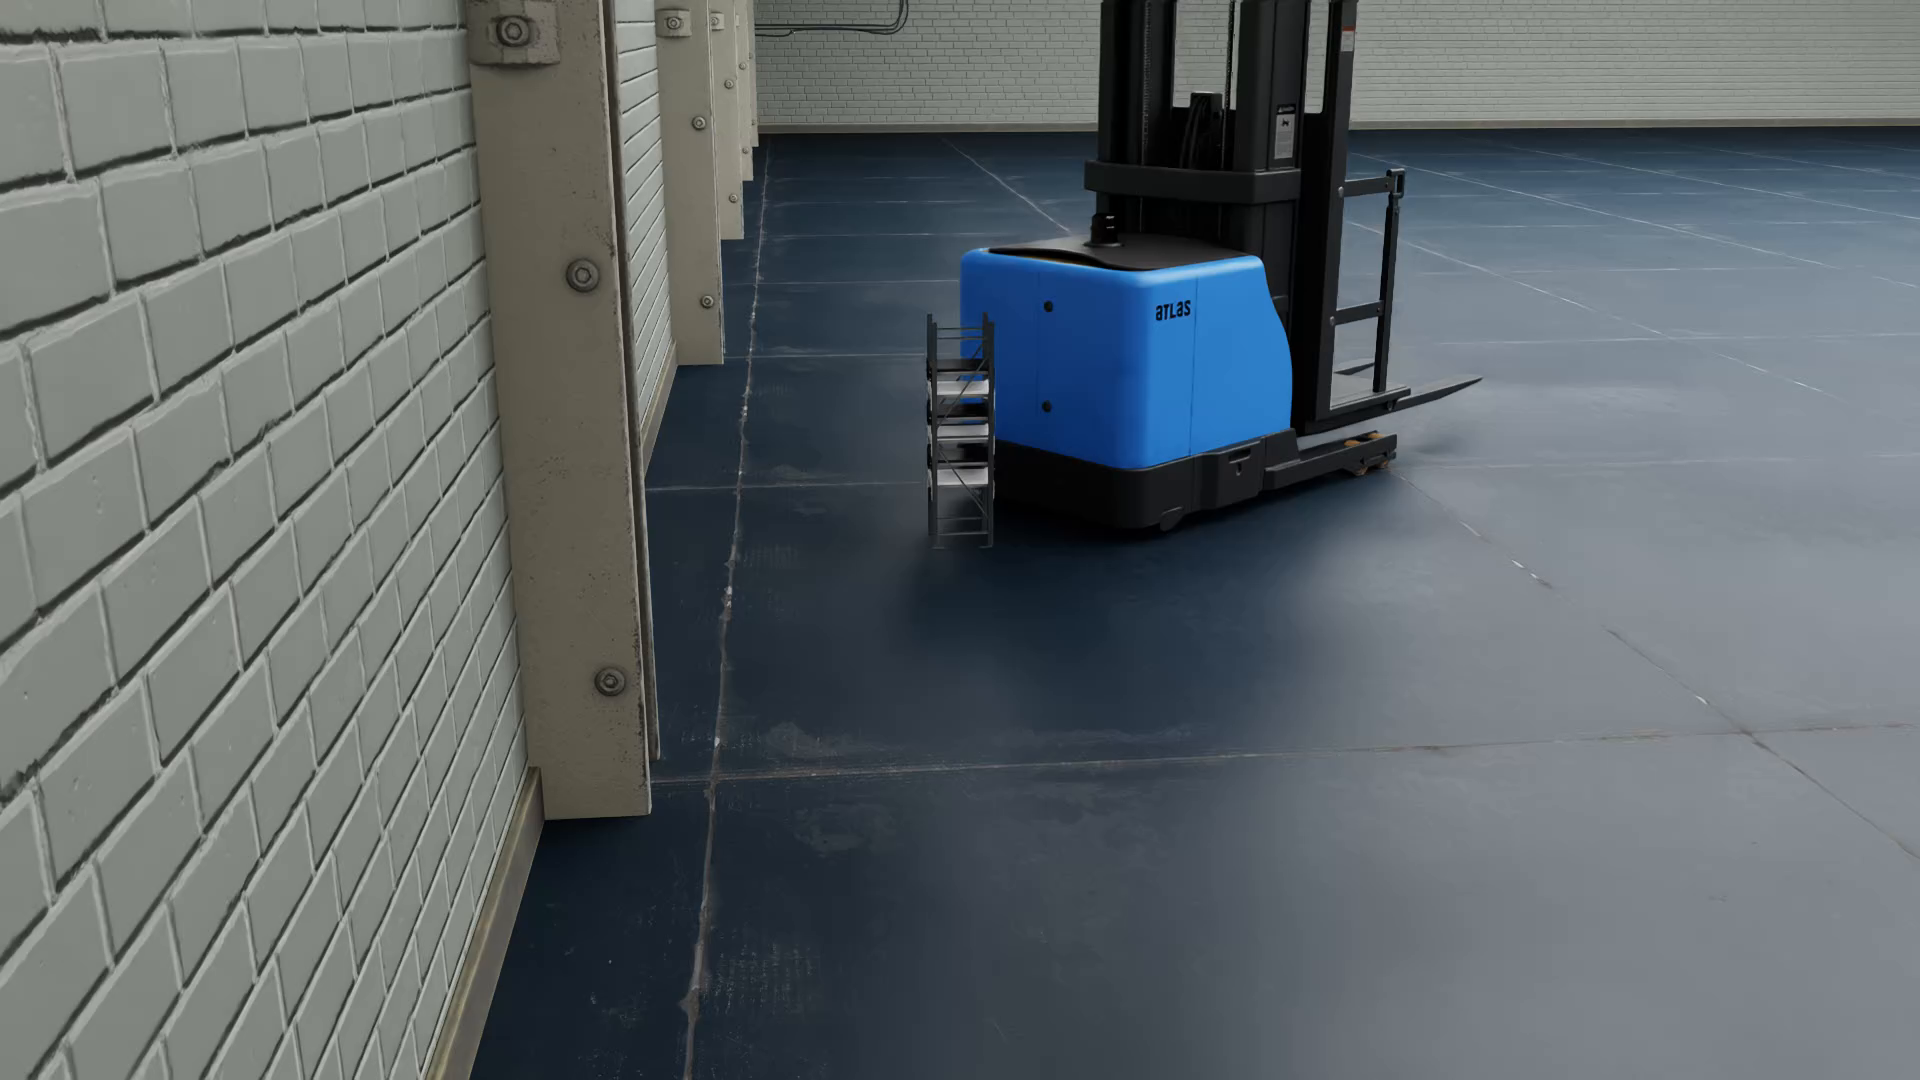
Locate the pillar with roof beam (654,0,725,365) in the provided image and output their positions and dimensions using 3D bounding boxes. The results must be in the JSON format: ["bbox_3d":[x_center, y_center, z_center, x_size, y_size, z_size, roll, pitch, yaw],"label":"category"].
[{"bbox_3d":[2.673,-5.546,9.318,9.100,9.000,0.400,-2,18,-6],"label":"pillar with roof beam"}]

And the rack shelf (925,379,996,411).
[{"bbox_3d":[0.001,-0.567,6.491,0.258,0.077,0.200,-2,18,-6],"label":"rack shelf"}]

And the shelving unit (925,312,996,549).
[{"bbox_3d":[0.001,-0.427,6.535,0.258,0.900,0.210,-2,18,-6],"label":"shelving unit"}]

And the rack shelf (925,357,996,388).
[{"bbox_3d":[0.001,-0.653,6.464,0.258,0.077,0.200,-2,18,-6],"label":"rack shelf"}]

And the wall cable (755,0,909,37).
[{"bbox_3d":[-2.454,-10.213,29.367,3.097,2.526,0.112,-2,18,-6],"label":"wall cable"}]

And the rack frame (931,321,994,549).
[{"bbox_3d":[0.011,-0.397,6.438,0.240,0.900,0.006,-2,18,-6],"label":"rack frame"}]

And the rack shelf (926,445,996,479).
[{"bbox_3d":[0.001,-0.309,6.572,0.258,0.077,0.200,-2,18,-6],"label":"rack shelf"}]

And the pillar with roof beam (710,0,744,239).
[{"bbox_3d":[2.054,-7.333,15.012,9.100,9.000,0.400,-2,18,-6],"label":"pillar with roof beam"}]

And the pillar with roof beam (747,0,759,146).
[{"bbox_3d":[0.817,-10.908,26.400,9.100,9.000,0.400,-2,18,-6],"label":"pillar with roof beam"}]

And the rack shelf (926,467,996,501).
[{"bbox_3d":[0.001,-0.223,6.598,0.258,0.077,0.200,-2,18,-6],"label":"rack shelf"}]

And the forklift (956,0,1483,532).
[{"bbox_3d":[1.393,-1.788,7.478,3.031,2.935,1.130,-16,24,-42],"label":"forklift"}]

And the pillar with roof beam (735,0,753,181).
[{"bbox_3d":[1.436,-9.121,20.706,9.100,9.000,0.400,-2,18,-6],"label":"pillar with roof beam"}]

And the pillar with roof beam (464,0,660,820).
[{"bbox_3d":[3.292,-3.758,3.624,9.100,9.000,0.400,-2,18,-6],"label":"pillar with roof beam"}]

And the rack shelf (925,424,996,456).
[{"bbox_3d":[0.001,-0.395,6.545,0.258,0.077,0.200,-2,18,-6],"label":"rack shelf"}]

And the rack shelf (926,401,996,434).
[{"bbox_3d":[0.001,-0.481,6.518,0.258,0.077,0.200,-2,18,-6],"label":"rack shelf"}]

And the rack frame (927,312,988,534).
[{"bbox_3d":[-0.010,-0.457,6.631,0.240,0.900,0.006,-2,18,-6],"label":"rack frame"}]
